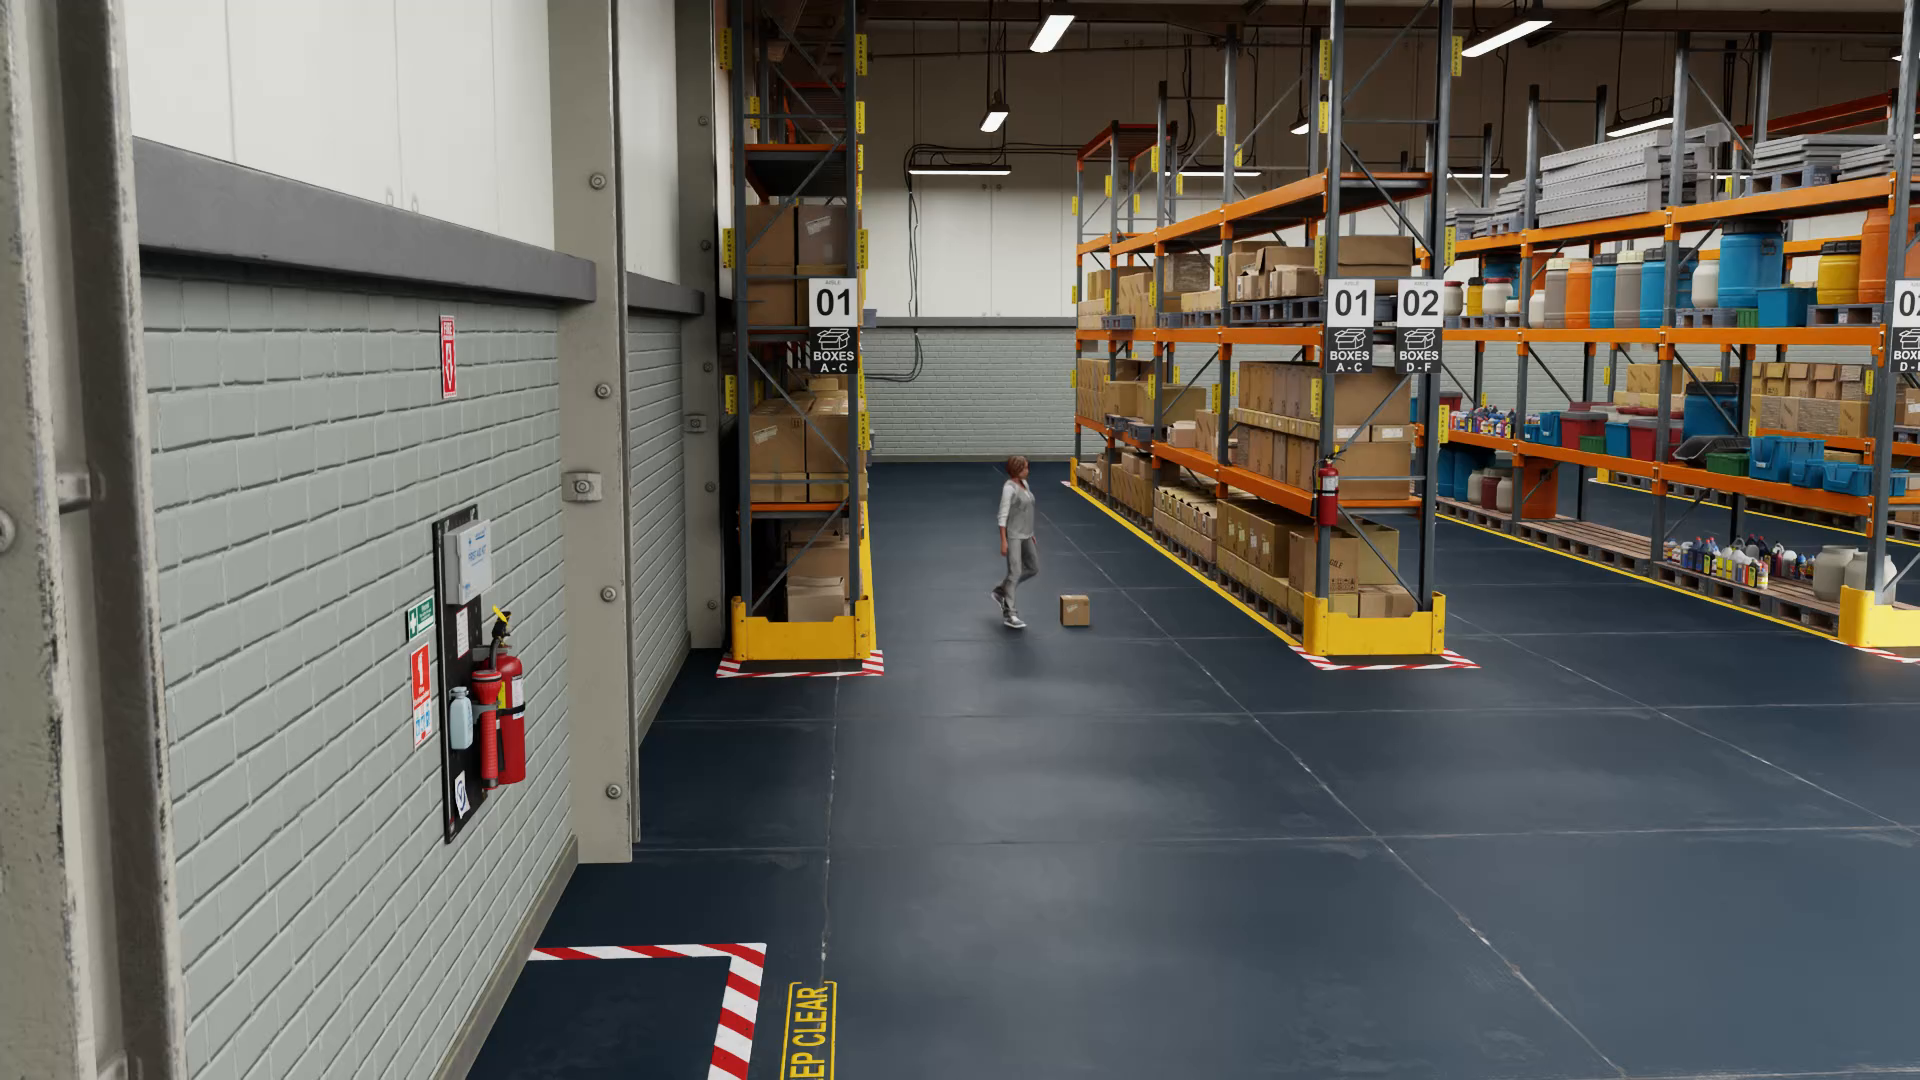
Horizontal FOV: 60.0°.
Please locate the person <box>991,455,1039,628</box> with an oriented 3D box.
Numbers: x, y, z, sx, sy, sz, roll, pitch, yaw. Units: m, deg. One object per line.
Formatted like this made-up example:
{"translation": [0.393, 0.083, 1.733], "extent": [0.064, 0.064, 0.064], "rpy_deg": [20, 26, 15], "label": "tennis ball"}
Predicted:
{"translation": [0.483, -0.007, 15.712], "extent": [0.507, 1.594, 0.545], "rpy_deg": [3, 8, 26], "label": "person"}
